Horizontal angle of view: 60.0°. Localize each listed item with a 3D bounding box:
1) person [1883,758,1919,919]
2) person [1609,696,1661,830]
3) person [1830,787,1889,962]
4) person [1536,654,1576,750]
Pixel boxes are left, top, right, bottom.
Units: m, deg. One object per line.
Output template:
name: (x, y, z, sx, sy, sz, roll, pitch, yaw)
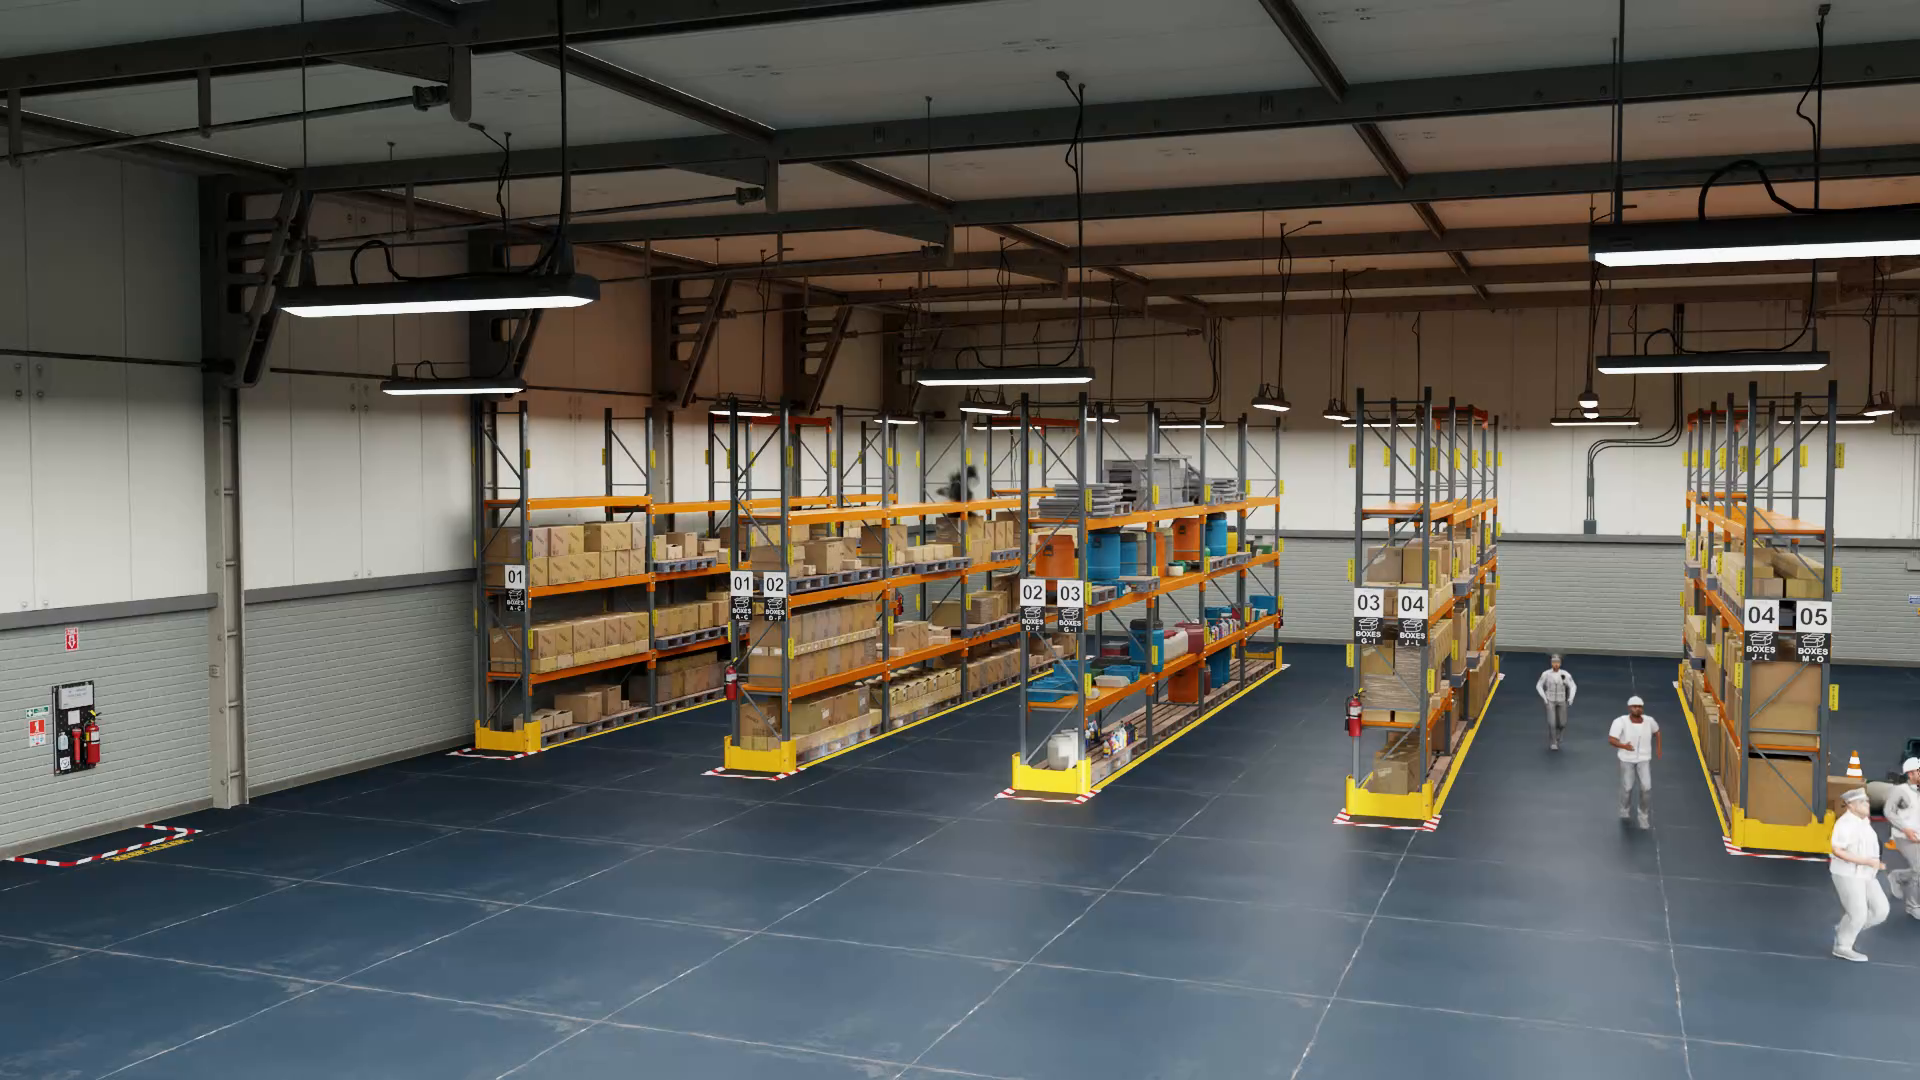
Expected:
person: (10.453, 3.248, 18.313, 0.687, 1.734, 0.640, -1, 3, -20)
person: (9.197, 3.038, 22.623, 0.726, 1.838, 0.744, 0, 3, 10)
person: (8.980, 3.321, 16.543, 0.672, 1.740, 0.585, -2, 3, -36)
person: (10.288, 2.775, 28.716, 0.667, 1.644, 0.585, 1, 3, 15)
